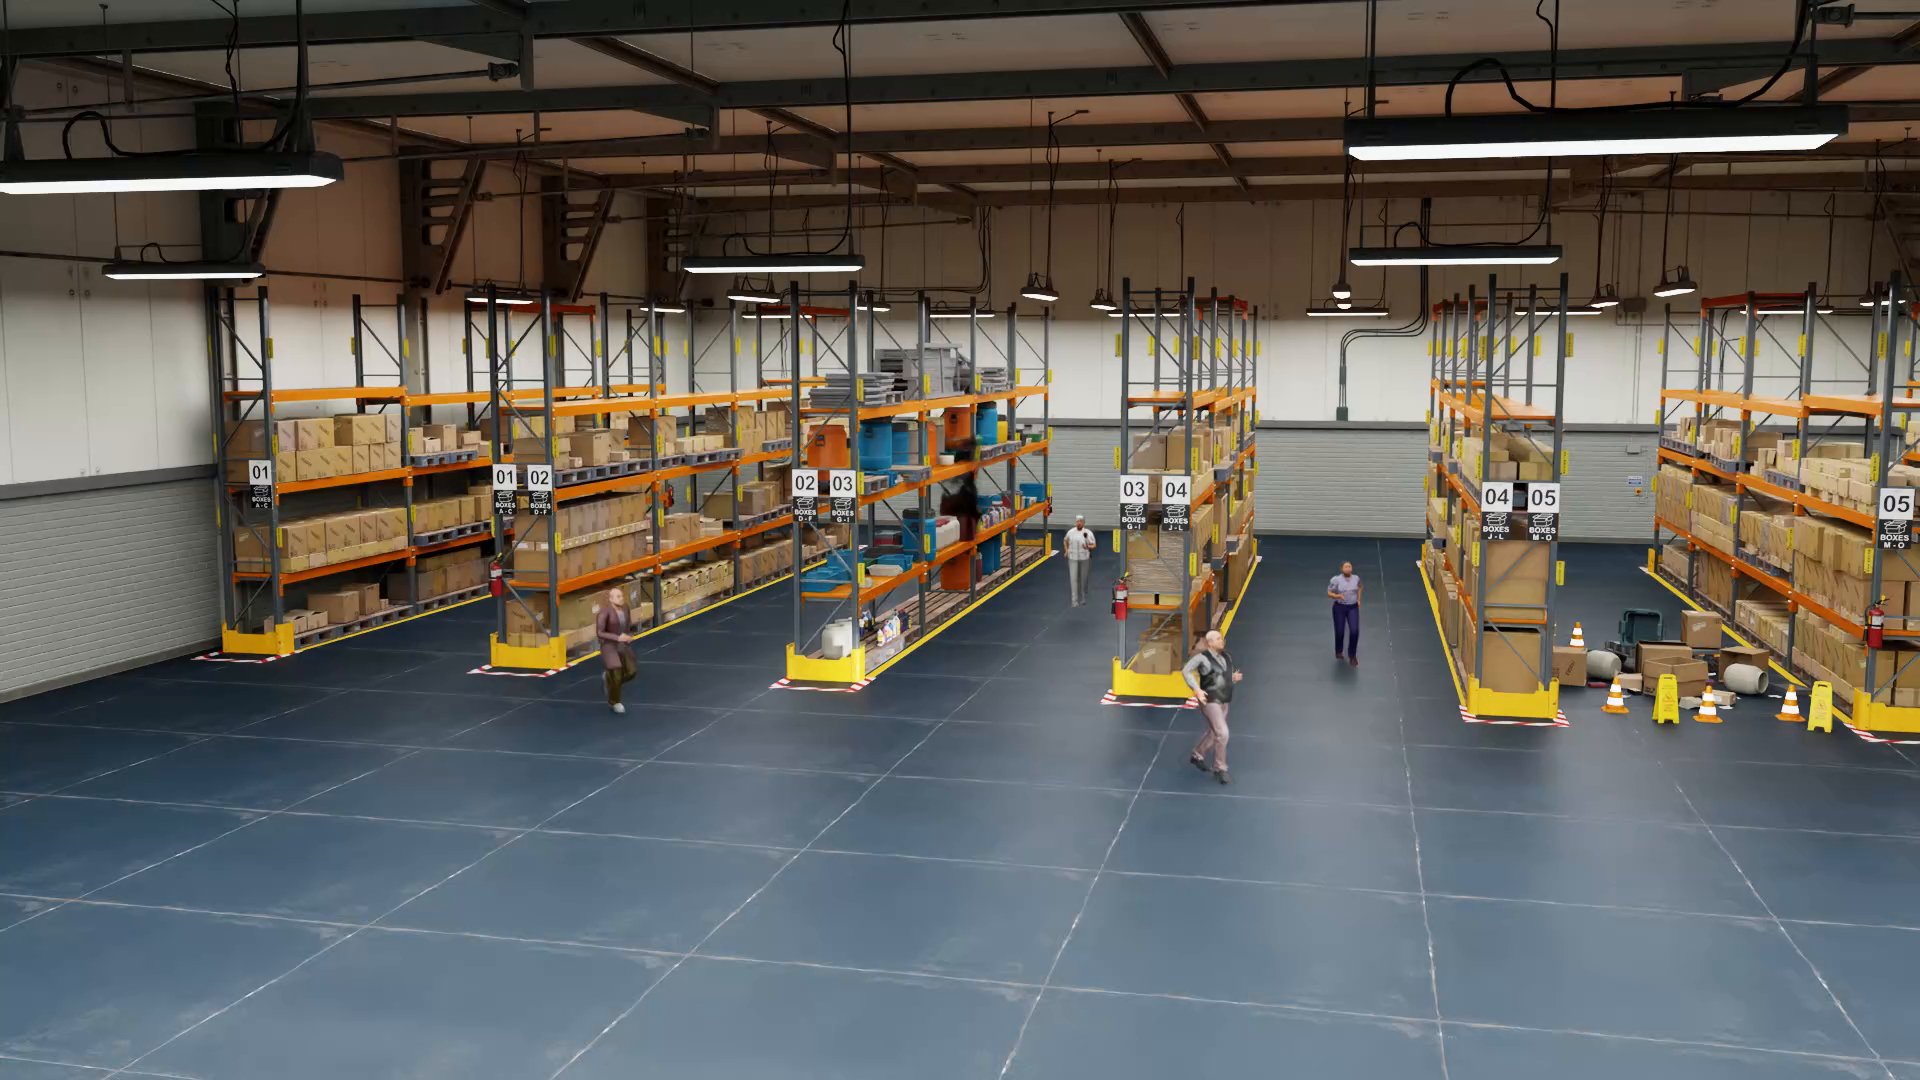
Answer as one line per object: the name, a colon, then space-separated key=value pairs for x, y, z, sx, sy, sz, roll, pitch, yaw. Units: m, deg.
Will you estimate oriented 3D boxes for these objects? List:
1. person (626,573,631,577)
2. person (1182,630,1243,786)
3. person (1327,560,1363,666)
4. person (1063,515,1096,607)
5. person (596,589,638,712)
person: x=-6.987 y=0.197 z=34.008 sx=0.705 sy=1.746 sz=0.991 roll=1 pitch=7 yaw=10
person: x=2.952 y=1.932 z=19.360 sx=0.737 sy=1.773 sz=0.643 roll=7 pitch=9 yaw=45
person: x=6.130 y=1.167 z=26.474 sx=0.595 sy=1.703 sz=0.733 roll=1 pitch=7 yaw=5
person: x=2.191 y=0.395 z=30.539 sx=0.614 sy=1.705 sz=0.848 roll=1 pitch=7 yaw=6
person: x=-4.705 y=1.523 z=22.967 sx=0.703 sy=1.729 sz=0.763 roll=5 pitch=8 yaw=36
